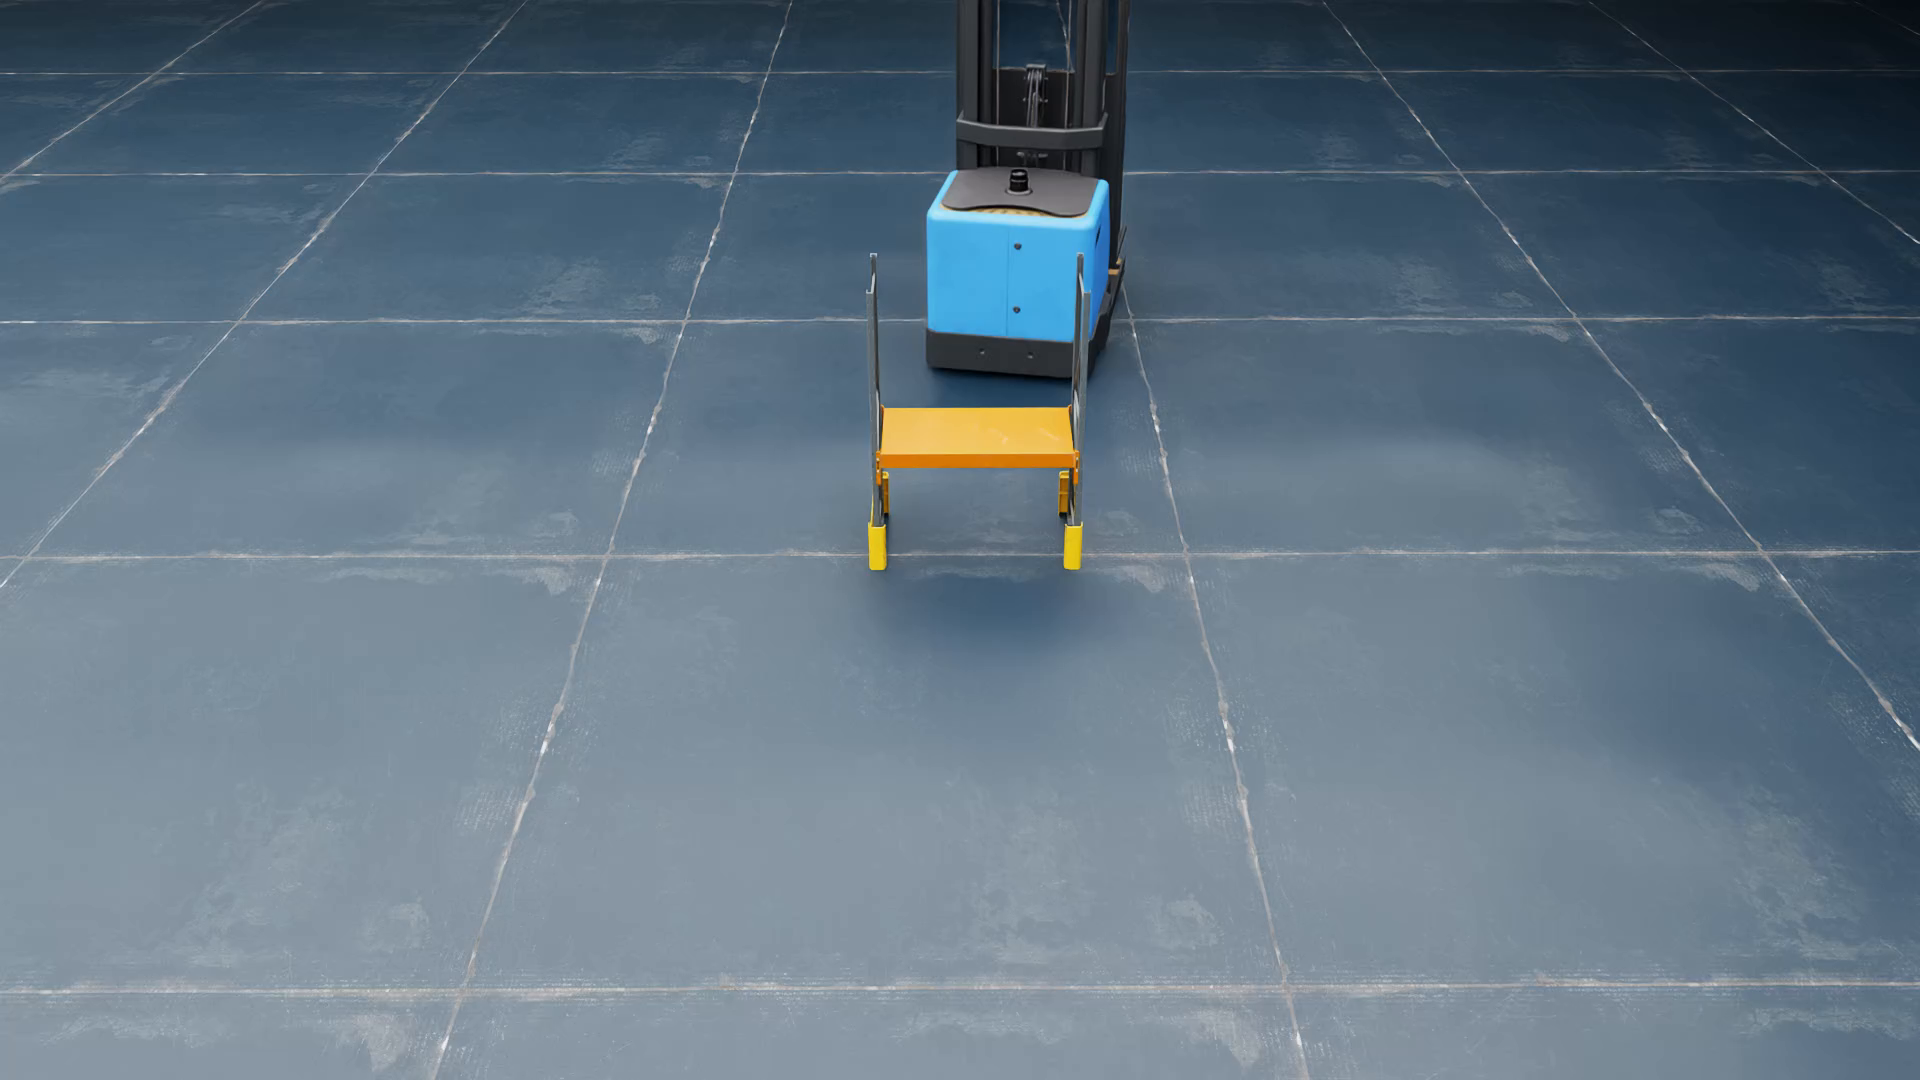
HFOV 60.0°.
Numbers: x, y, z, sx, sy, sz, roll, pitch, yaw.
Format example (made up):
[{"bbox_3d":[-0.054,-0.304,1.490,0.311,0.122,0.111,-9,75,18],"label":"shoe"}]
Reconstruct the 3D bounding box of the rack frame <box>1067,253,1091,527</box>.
[{"bbox_3d":[0.594,-0.643,8.364,0.032,1.500,0.500,0,31,0],"label":"rack frame"}]

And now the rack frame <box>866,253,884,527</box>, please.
[{"bbox_3d":[-0.423,-0.640,8.359,0.032,1.500,0.500,0,31,0],"label":"rack frame"}]

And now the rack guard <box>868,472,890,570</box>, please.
[{"bbox_3d":[-0.422,-0.106,8.683,0.087,0.250,0.587,0,31,0],"label":"rack guard"}]

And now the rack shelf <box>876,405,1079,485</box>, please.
[{"bbox_3d":[0.085,-0.488,8.455,1.000,0.185,0.538,0,31,0],"label":"rack shelf"}]

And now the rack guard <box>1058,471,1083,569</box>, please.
[{"bbox_3d":[0.574,-0.109,8.688,0.087,0.250,0.587,0,31,0],"label":"rack guard"}]

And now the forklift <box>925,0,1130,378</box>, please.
[{"bbox_3d":[0.560,-3.000,10.869,1.130,2.935,3.031,5,32,9],"label":"forklift"}]

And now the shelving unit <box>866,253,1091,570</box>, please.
[{"bbox_3d":[0.076,-0.641,8.361,1.083,1.500,0.587,0,31,0],"label":"shelving unit"}]
